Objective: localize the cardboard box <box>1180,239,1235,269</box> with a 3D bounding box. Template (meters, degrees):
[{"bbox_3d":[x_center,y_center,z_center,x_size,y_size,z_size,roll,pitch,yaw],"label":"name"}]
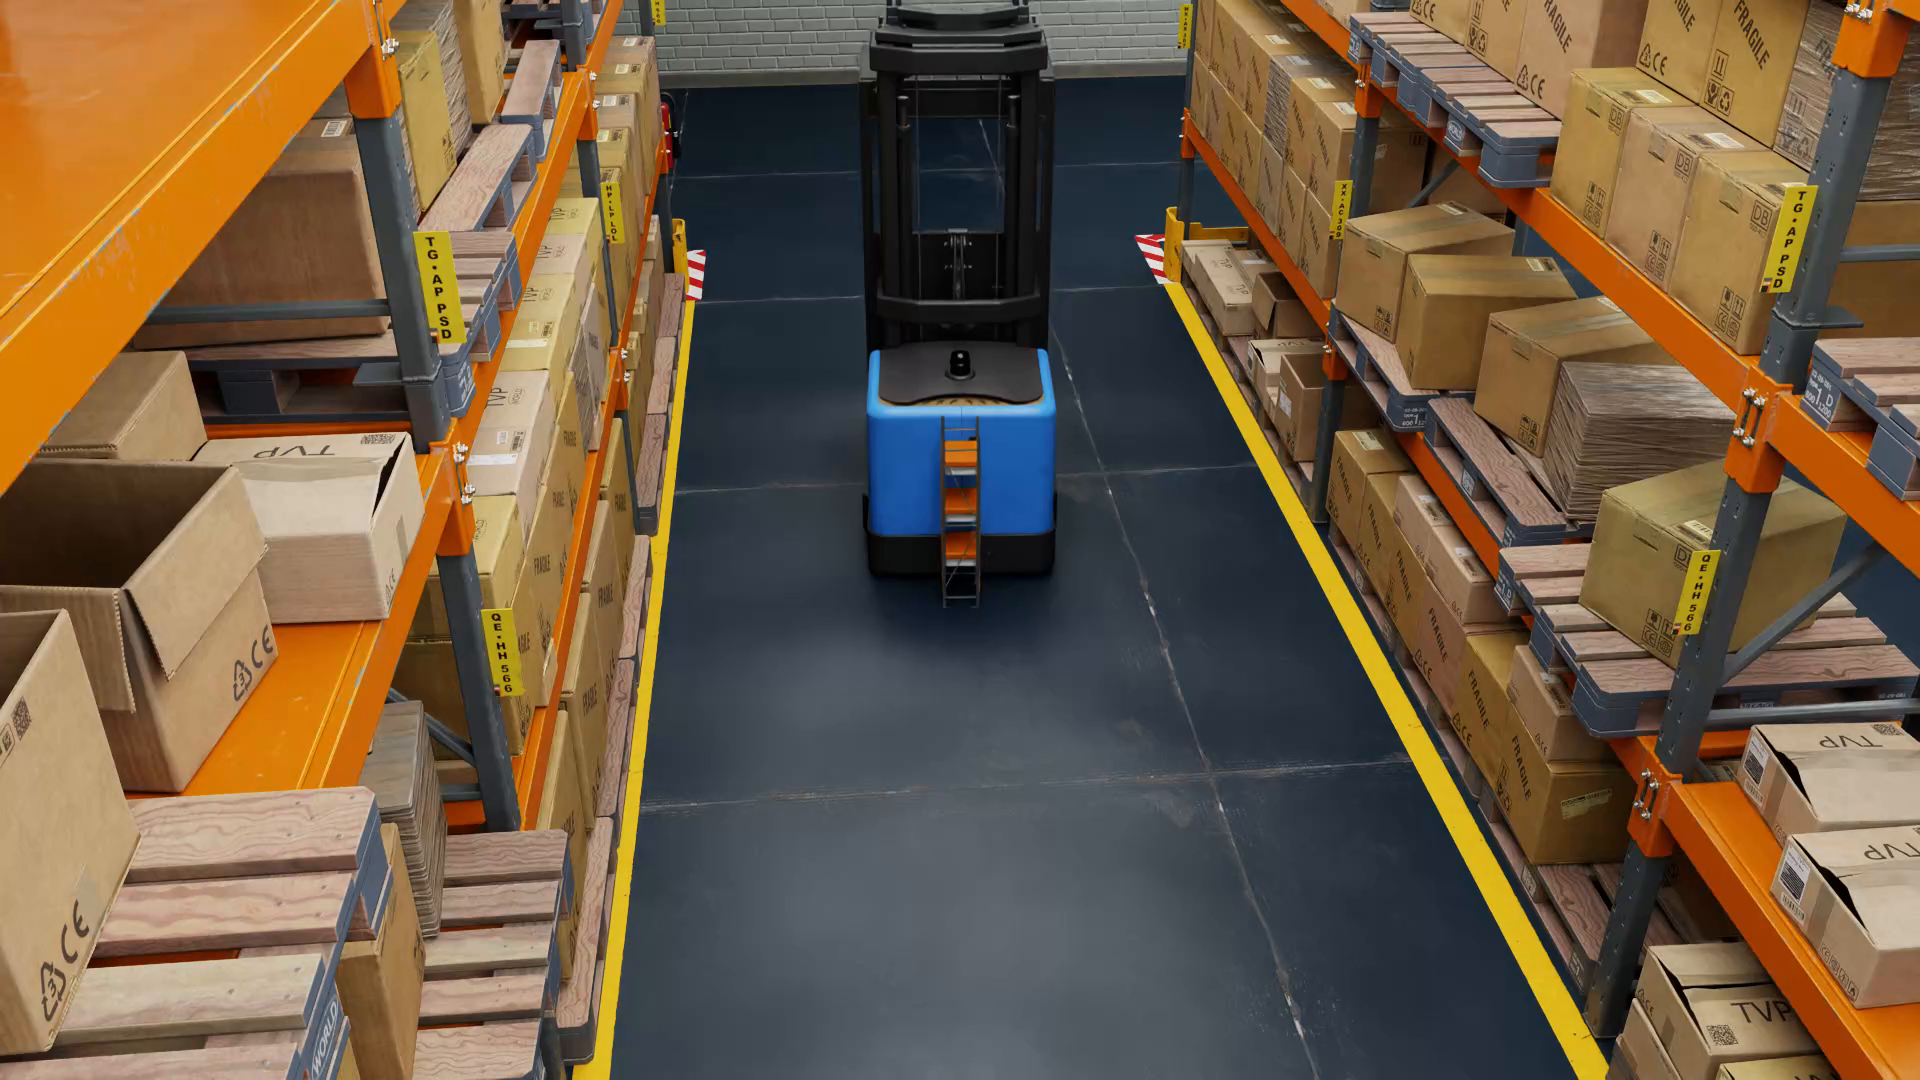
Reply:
[{"bbox_3d":[1.916,-2.211,12.878,0.380,0.149,0.250,-3,31,-5],"label":"cardboard box"}]

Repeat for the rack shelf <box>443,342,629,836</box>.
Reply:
[{"bbox_3d":[-2.152,0.135,7.301,1.077,0.370,4.000,-3,31,-5],"label":"rack shelf"}]

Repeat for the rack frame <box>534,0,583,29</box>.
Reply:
[{"bbox_3d":[-2.339,-3.771,7.288,1.000,3.000,0.127,-3,31,-5],"label":"rack frame"}]

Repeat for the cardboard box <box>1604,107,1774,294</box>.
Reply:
[{"bbox_3d":[2.845,-1.205,5.819,0.910,0.500,0.500,-3,31,-5],"label":"cardboard box"}]

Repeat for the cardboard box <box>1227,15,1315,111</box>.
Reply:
[{"bbox_3d":[2.096,-3.188,11.089,0.500,0.500,0.500,-2,31,-4],"label":"cardboard box"}]

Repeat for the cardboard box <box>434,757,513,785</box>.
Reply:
[{"bbox_3d":[-1.765,0.767,5.766,0.380,0.149,0.250,-3,31,-5],"label":"cardboard box"}]

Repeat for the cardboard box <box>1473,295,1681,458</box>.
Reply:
[{"bbox_3d":[2.820,-0.759,7.588,0.700,0.500,0.500,-11,32,-17],"label":"cardboard box"}]

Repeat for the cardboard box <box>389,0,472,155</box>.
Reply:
[{"bbox_3d":[-2.266,-1.720,6.253,0.700,0.500,0.500,-3,31,-5],"label":"cardboard box"}]

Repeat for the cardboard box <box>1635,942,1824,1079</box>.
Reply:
[{"bbox_3d":[2.723,1.649,5.790,0.500,0.311,0.500,-2,31,-3],"label":"cardboard box"}]

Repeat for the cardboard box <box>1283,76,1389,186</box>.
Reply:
[{"bbox_3d":[2.237,-2.414,9.794,0.500,0.500,0.500,-3,31,-6],"label":"cardboard box"}]

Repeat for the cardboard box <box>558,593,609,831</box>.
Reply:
[{"bbox_3d":[-1.978,0.760,7.239,0.750,0.750,0.750,-3,31,-5],"label":"cardboard box"}]

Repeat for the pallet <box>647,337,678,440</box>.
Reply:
[{"bbox_3d":[-2.449,-1.014,11.243,1.003,0.211,1.213,-3,31,-5],"label":"pallet"}]

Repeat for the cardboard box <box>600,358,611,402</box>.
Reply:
[{"bbox_3d":[-1.978,-0.809,8.405,0.380,0.149,0.250,-2,31,-4],"label":"cardboard box"}]

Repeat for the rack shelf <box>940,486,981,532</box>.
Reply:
[{"bbox_3d":[0.003,-0.131,8.965,0.215,0.259,0.240,-1,31,-1],"label":"rack shelf"}]

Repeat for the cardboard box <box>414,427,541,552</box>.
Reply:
[{"bbox_3d":[-1.802,-0.173,5.976,0.500,0.250,0.500,-3,31,-5],"label":"cardboard box"}]

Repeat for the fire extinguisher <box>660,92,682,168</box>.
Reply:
[{"bbox_3d":[-2.267,-3.143,12.526,0.296,0.674,0.183,-3,31,-5],"label":"fire extinguisher"}]

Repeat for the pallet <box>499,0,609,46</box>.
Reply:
[{"bbox_3d":[-2.405,-2.863,8.780,1.003,0.211,1.213,-3,31,-5],"label":"pallet"}]

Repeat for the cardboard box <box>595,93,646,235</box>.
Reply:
[{"bbox_3d":[-2.514,-2.346,10.460,0.980,0.700,0.700,-4,31,-7],"label":"cardboard box"}]

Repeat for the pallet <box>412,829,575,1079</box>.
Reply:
[{"bbox_3d":[-1.792,1.288,4.856,1.213,0.211,1.003,-3,31,-5],"label":"pallet"}]

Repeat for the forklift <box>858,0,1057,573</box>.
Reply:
[{"bbox_3d":[-0.023,-1.792,9.892,1.130,2.935,3.031,-1,31,-1],"label":"forklift"}]

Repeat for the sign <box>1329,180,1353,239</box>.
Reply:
[{"bbox_3d":[2.054,-1.776,8.954,0.100,0.325,0.005,-3,31,-5],"label":"sign"}]

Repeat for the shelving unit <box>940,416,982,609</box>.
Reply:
[{"bbox_3d":[0.003,-0.140,8.960,0.215,1.050,0.252,-1,31,-1],"label":"shelving unit"}]

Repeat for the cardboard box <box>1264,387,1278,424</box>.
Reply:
[{"bbox_3d":[2.163,-0.865,10.625,0.380,0.149,0.250,-3,31,-5],"label":"cardboard box"}]

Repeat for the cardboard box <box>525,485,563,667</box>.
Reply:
[{"bbox_3d":[-1.795,0.140,6.184,0.500,0.500,0.500,-2,31,-3],"label":"cardboard box"}]

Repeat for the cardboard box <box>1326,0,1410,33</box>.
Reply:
[{"bbox_3d":[2.283,-2.893,8.890,0.500,0.250,0.500,-3,31,-5],"label":"cardboard box"}]

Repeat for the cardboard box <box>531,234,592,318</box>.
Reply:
[{"bbox_3d":[-2.002,-1.209,7.710,0.500,0.250,0.500,-2,31,-4],"label":"cardboard box"}]

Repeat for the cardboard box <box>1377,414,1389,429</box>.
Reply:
[{"bbox_3d":[2.769,-0.694,10.179,0.500,0.311,0.500,-3,31,-5],"label":"cardboard box"}]

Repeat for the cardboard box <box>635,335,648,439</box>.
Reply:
[{"bbox_3d":[-2.350,-0.946,10.436,0.700,0.500,0.500,-3,31,-5],"label":"cardboard box"}]

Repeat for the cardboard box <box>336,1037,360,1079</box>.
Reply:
[{"bbox_3d":[-1.772,1.490,3.804,0.700,0.500,0.500,-3,31,-5],"label":"cardboard box"}]

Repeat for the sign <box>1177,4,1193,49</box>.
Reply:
[{"bbox_3d":[1.679,-3.822,12.380,0.100,0.325,0.005,-3,31,-5],"label":"sign"}]

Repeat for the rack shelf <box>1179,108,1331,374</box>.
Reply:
[{"bbox_3d":[2.406,-2.147,11.121,1.077,0.370,4.000,-3,31,-5],"label":"rack shelf"}]

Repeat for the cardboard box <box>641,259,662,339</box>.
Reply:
[{"bbox_3d":[-2.501,-1.737,11.760,0.700,0.500,0.500,-3,31,-5],"label":"cardboard box"}]

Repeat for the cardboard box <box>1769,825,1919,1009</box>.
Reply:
[{"bbox_3d":[2.858,1.112,5.050,0.500,0.311,0.500,-3,31,-5],"label":"cardboard box"}]

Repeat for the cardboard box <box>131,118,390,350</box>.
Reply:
[{"bbox_3d":[-2.067,-0.913,4.901,0.700,0.500,0.500,-5,31,-8],"label":"cardboard box"}]

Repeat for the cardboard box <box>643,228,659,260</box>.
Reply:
[{"bbox_3d":[-2.329,-2.083,11.708,0.380,0.149,0.250,-2,31,-3],"label":"cardboard box"}]

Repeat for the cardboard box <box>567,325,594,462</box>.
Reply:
[{"bbox_3d":[-1.949,-0.634,7.479,0.500,0.500,0.500,-3,31,-4],"label":"cardboard box"}]

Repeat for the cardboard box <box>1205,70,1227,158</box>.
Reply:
[{"bbox_3d":[2.052,-3.017,11.779,0.500,0.500,0.500,-3,31,-5],"label":"cardboard box"}]

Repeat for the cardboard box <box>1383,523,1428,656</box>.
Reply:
[{"bbox_3d":[2.496,0.236,8.439,0.500,0.500,0.500,-2,31,-4],"label":"cardboard box"}]

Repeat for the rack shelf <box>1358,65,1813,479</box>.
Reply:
[{"bbox_3d":[2.780,-1.392,6.932,1.077,0.370,4.000,-3,31,-5],"label":"rack shelf"}]

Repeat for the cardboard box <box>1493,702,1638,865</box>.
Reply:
[{"bbox_3d":[2.646,1.026,7.116,0.500,0.500,0.500,-2,31,-3],"label":"cardboard box"}]

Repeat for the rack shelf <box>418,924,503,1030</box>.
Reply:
[{"bbox_3d":[-1.778,2.177,3.882,1.077,0.370,4.000,-3,31,-5],"label":"rack shelf"}]

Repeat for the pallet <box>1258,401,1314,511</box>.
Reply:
[{"bbox_3d":[2.530,-0.588,10.529,1.003,0.211,1.213,-3,31,-5],"label":"pallet"}]

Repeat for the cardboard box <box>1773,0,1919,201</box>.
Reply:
[{"bbox_3d":[2.932,-1.375,5.130,0.500,0.500,0.500,-3,31,-5],"label":"cardboard box"}]

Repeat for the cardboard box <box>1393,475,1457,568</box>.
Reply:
[{"bbox_3d":[2.489,-0.103,8.275,0.500,0.250,0.500,-3,31,-4],"label":"cardboard box"}]

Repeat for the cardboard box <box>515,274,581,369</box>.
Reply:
[{"bbox_3d":[-1.954,-0.948,7.274,0.500,0.250,0.500,-2,31,-4],"label":"cardboard box"}]

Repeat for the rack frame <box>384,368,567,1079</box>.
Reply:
[{"bbox_3d":[-1.965,0.847,5.407,1.000,3.000,0.127,-3,31,-5],"label":"rack frame"}]

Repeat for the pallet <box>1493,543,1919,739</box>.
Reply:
[{"bbox_3d":[2.834,0.347,6.430,1.213,0.211,1.003,-3,31,-5],"label":"pallet"}]

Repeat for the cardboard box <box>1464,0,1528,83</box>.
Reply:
[{"bbox_3d":[2.652,-2.388,7.292,0.600,0.600,0.600,-3,31,-5],"label":"cardboard box"}]

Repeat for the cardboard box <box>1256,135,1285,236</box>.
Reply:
[{"bbox_3d":[2.191,-2.246,10.487,0.500,0.500,0.500,-2,31,-3],"label":"cardboard box"}]

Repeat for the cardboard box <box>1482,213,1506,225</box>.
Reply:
[{"bbox_3d":[2.817,-1.751,9.658,0.500,0.500,0.500,-2,31,-3],"label":"cardboard box"}]

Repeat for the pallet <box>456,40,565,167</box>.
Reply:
[{"bbox_3d":[-2.204,-1.935,7.326,0.805,0.209,1.217,-4,31,-7],"label":"pallet"}]

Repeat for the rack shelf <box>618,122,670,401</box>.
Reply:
[{"bbox_3d":[-2.525,-1.908,10.720,1.077,0.370,4.000,-3,31,-5],"label":"rack shelf"}]

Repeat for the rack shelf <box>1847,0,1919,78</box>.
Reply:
[{"bbox_3d":[3.154,-0.466,2.847,1.077,0.370,4.000,-3,31,-5],"label":"rack shelf"}]

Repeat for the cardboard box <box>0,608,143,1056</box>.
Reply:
[{"bbox_3d":[-1.678,0.466,2.613,0.500,0.500,0.500,-4,31,-6],"label":"cardboard box"}]

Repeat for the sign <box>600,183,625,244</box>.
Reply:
[{"bbox_3d":[-1.799,-1.689,8.601,0.100,0.325,0.005,-3,31,-5],"label":"sign"}]

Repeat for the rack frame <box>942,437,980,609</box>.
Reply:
[{"bbox_3d":[0.006,-0.077,8.855,0.200,1.050,0.008,-1,31,-1],"label":"rack frame"}]

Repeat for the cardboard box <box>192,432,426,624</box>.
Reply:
[{"bbox_3d":[-1.629,-0.057,4.062,0.500,0.311,0.500,-3,31,-5],"label":"cardboard box"}]

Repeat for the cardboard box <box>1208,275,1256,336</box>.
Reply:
[{"bbox_3d":[2.081,-1.683,11.896,0.500,0.250,0.500,-3,31,-5],"label":"cardboard box"}]

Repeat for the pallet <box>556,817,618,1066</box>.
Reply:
[{"bbox_3d":[-1.964,1.638,6.802,1.003,0.211,1.213,-3,31,-5],"label":"pallet"}]

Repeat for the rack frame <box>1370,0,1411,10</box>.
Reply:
[{"bbox_3d":[2.593,-4.010,7.688,1.000,3.000,0.127,-3,31,-5],"label":"rack frame"}]
